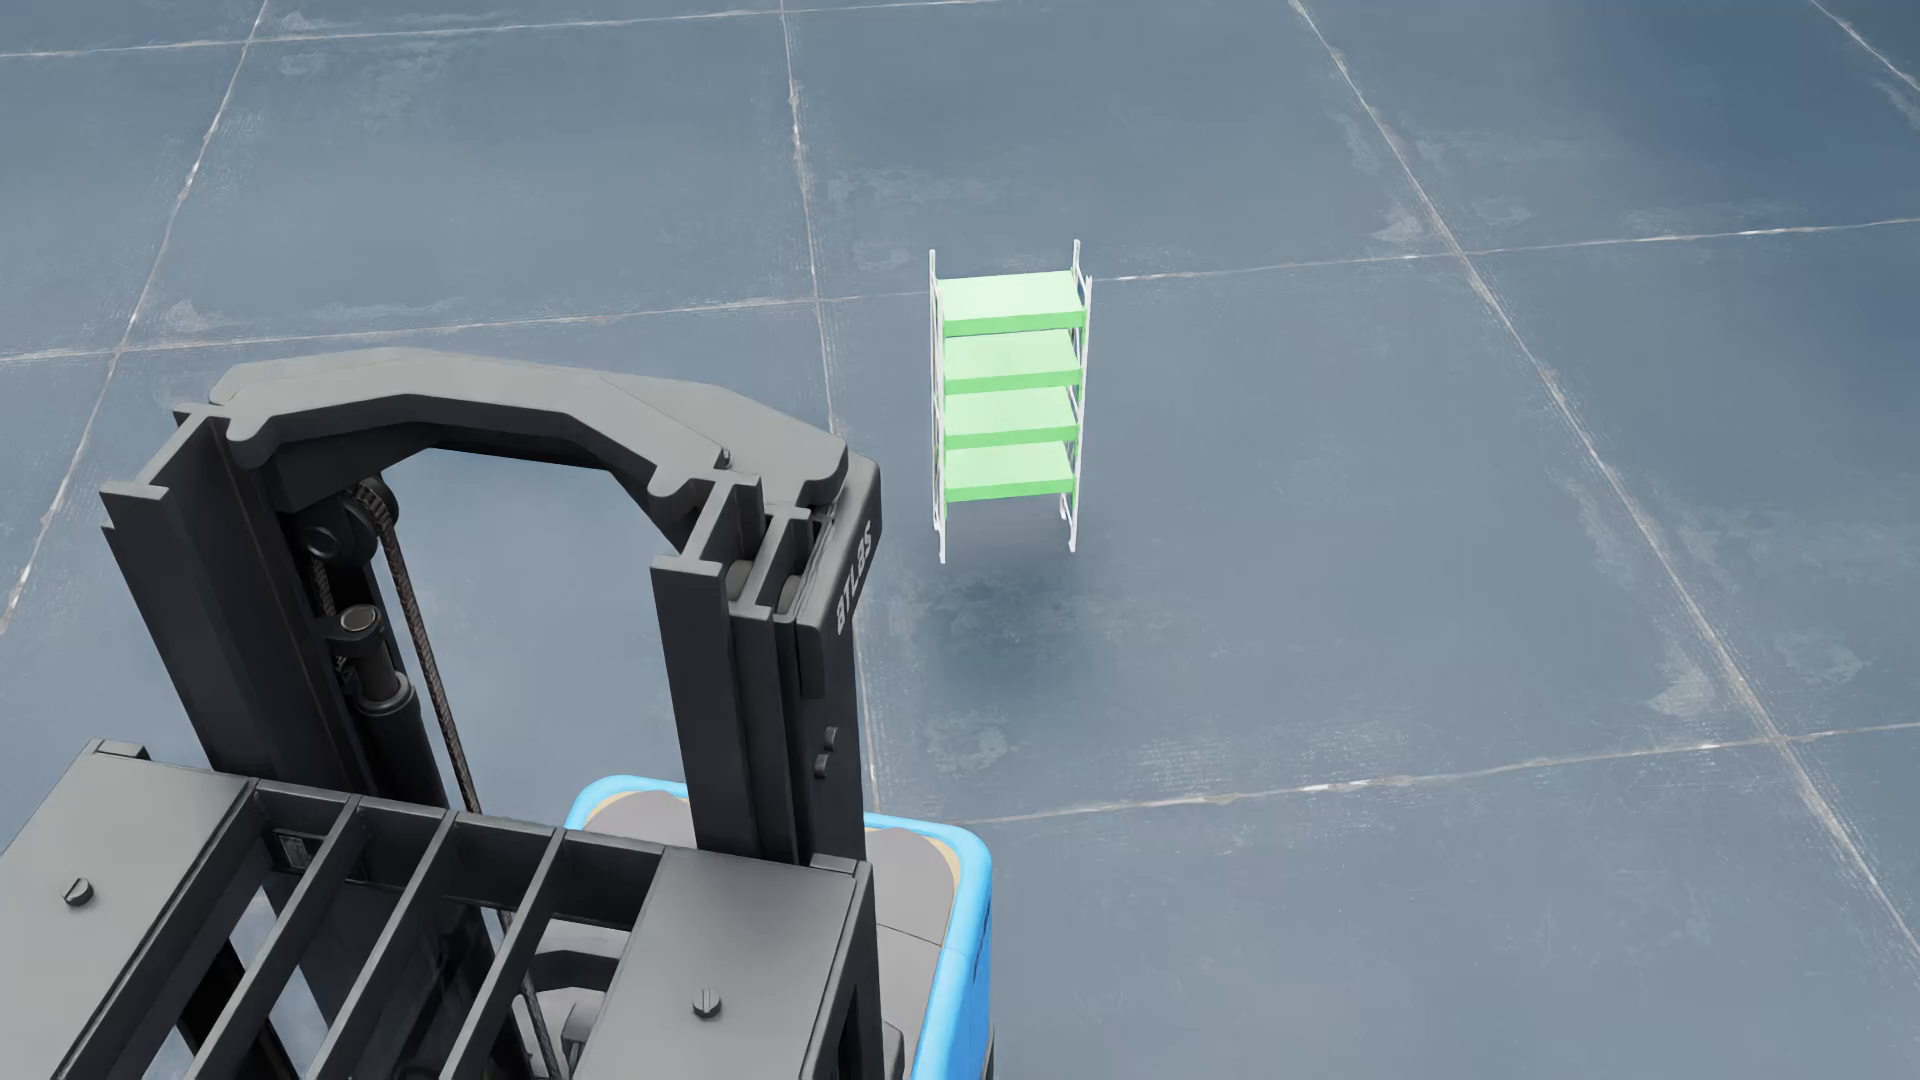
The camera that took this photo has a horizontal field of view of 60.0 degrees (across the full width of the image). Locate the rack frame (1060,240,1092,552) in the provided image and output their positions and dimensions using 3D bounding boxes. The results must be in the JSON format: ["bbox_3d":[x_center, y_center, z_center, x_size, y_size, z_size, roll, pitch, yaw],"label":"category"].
[{"bbox_3d":[0.406,-0.481,5.888,0.015,1.200,0.240,-5,42,-6],"label":"rack frame"}]

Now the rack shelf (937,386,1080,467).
[{"bbox_3d":[0.164,-0.412,5.907,0.480,0.148,0.258,-5,42,-6],"label":"rack shelf"}]

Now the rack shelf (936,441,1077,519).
[{"bbox_3d":[0.164,-0.234,6.068,0.480,0.148,0.258,-5,42,-6],"label":"rack shelf"}]

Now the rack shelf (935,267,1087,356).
[{"bbox_3d":[0.164,-0.769,5.585,0.480,0.148,0.258,-5,42,-6],"label":"rack shelf"}]

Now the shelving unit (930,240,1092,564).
[{"bbox_3d":[0.164,-0.460,5.864,0.503,1.200,0.258,-5,42,-6],"label":"shelving unit"}]

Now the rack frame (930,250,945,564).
[{"bbox_3d":[-0.078,-0.439,5.841,0.015,1.200,0.240,-5,42,-6],"label":"rack frame"}]

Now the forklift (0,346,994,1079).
[{"bbox_3d":[-0.699,1.298,2.623,1.130,2.935,3.031,7,43,8],"label":"forklift"}]

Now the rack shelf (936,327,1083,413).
[{"bbox_3d":[0.164,-0.591,5.746,0.480,0.148,0.258,-5,42,-6],"label":"rack shelf"}]
